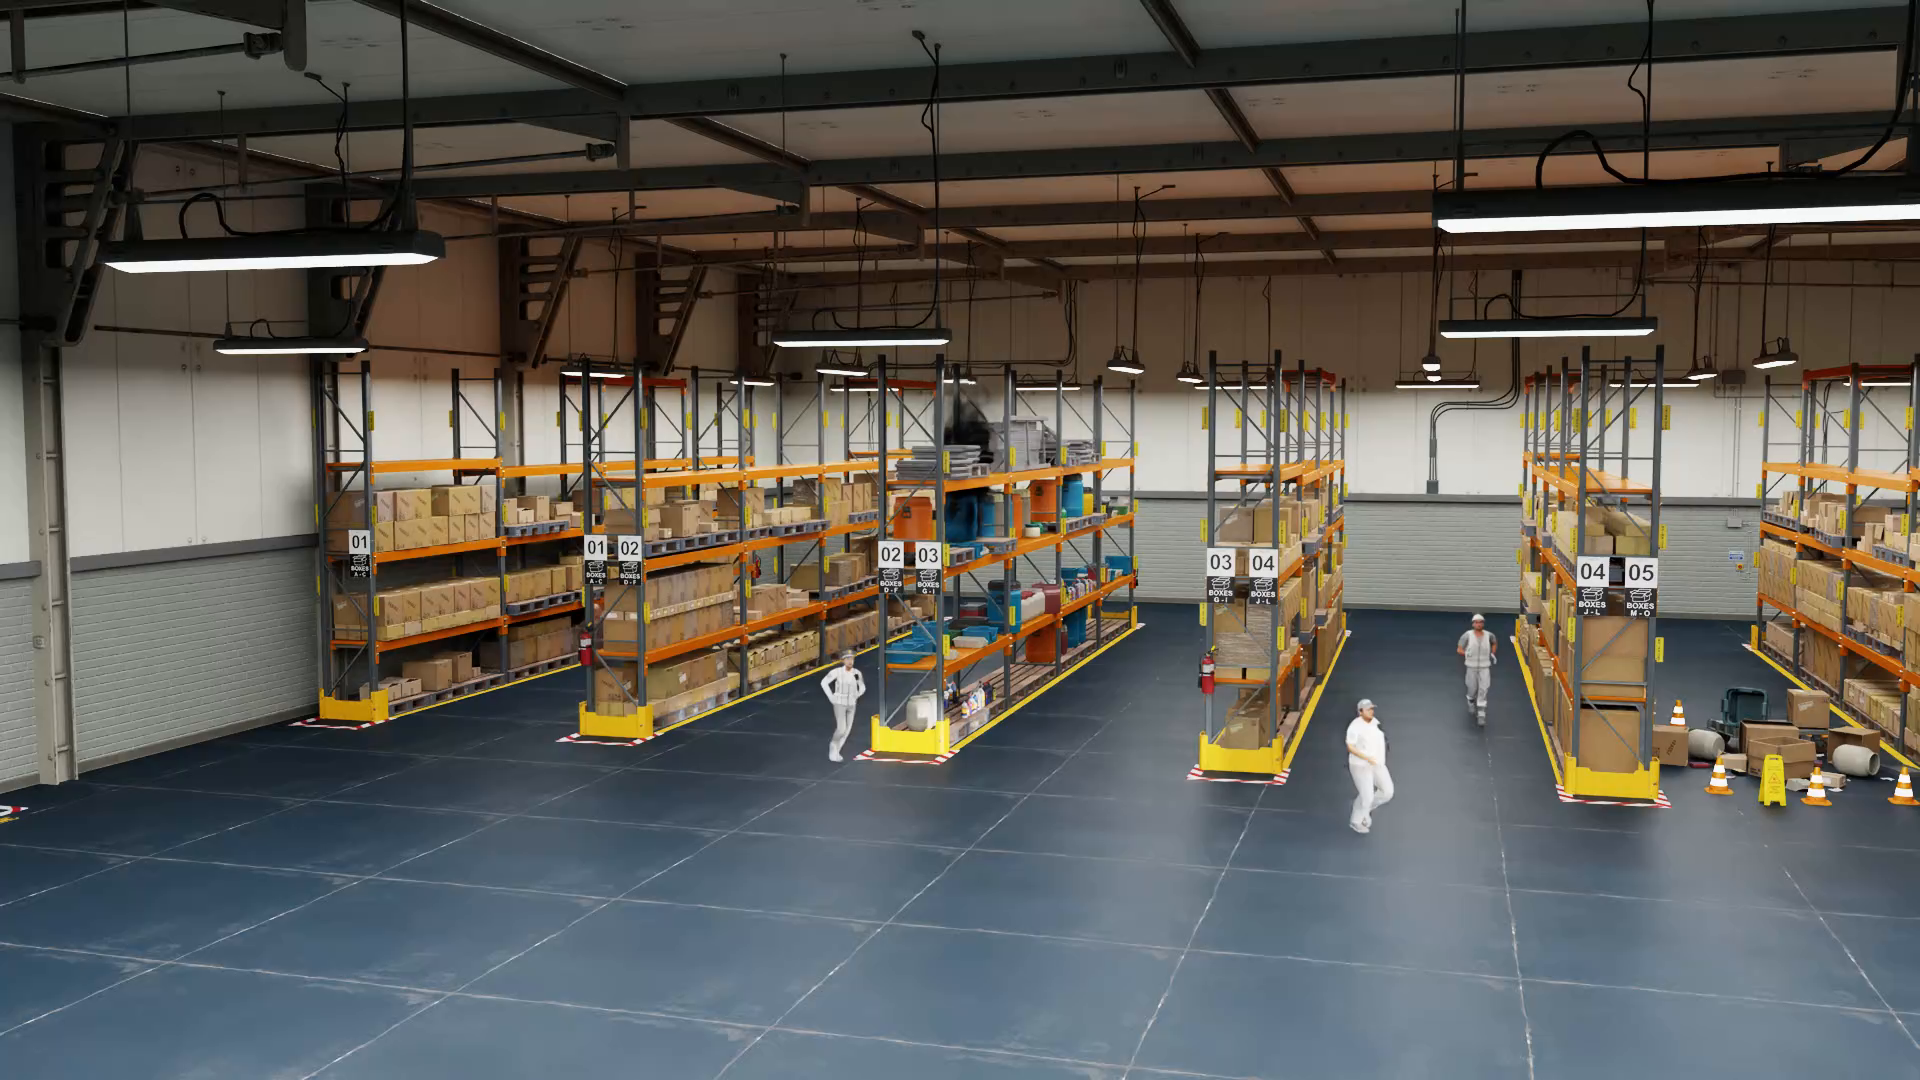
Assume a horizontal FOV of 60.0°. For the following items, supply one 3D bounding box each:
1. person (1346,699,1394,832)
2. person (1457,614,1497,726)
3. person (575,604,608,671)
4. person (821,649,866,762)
[{"bbox_3d":[4.991,2.751,20.251,0.617,1.621,0.527,-3,5,-32],"label":"person"},{"bbox_3d":[8.578,2.119,27.559,0.656,1.786,0.987,1,4,11],"label":"person"},{"bbox_3d":[-6.349,2.025,29.026,0.678,1.829,0.923,1,4,9],"label":"person"},{"bbox_3d":[-1.672,2.426,24.379,0.643,1.658,0.544,-2,4,-23],"label":"person"}]
